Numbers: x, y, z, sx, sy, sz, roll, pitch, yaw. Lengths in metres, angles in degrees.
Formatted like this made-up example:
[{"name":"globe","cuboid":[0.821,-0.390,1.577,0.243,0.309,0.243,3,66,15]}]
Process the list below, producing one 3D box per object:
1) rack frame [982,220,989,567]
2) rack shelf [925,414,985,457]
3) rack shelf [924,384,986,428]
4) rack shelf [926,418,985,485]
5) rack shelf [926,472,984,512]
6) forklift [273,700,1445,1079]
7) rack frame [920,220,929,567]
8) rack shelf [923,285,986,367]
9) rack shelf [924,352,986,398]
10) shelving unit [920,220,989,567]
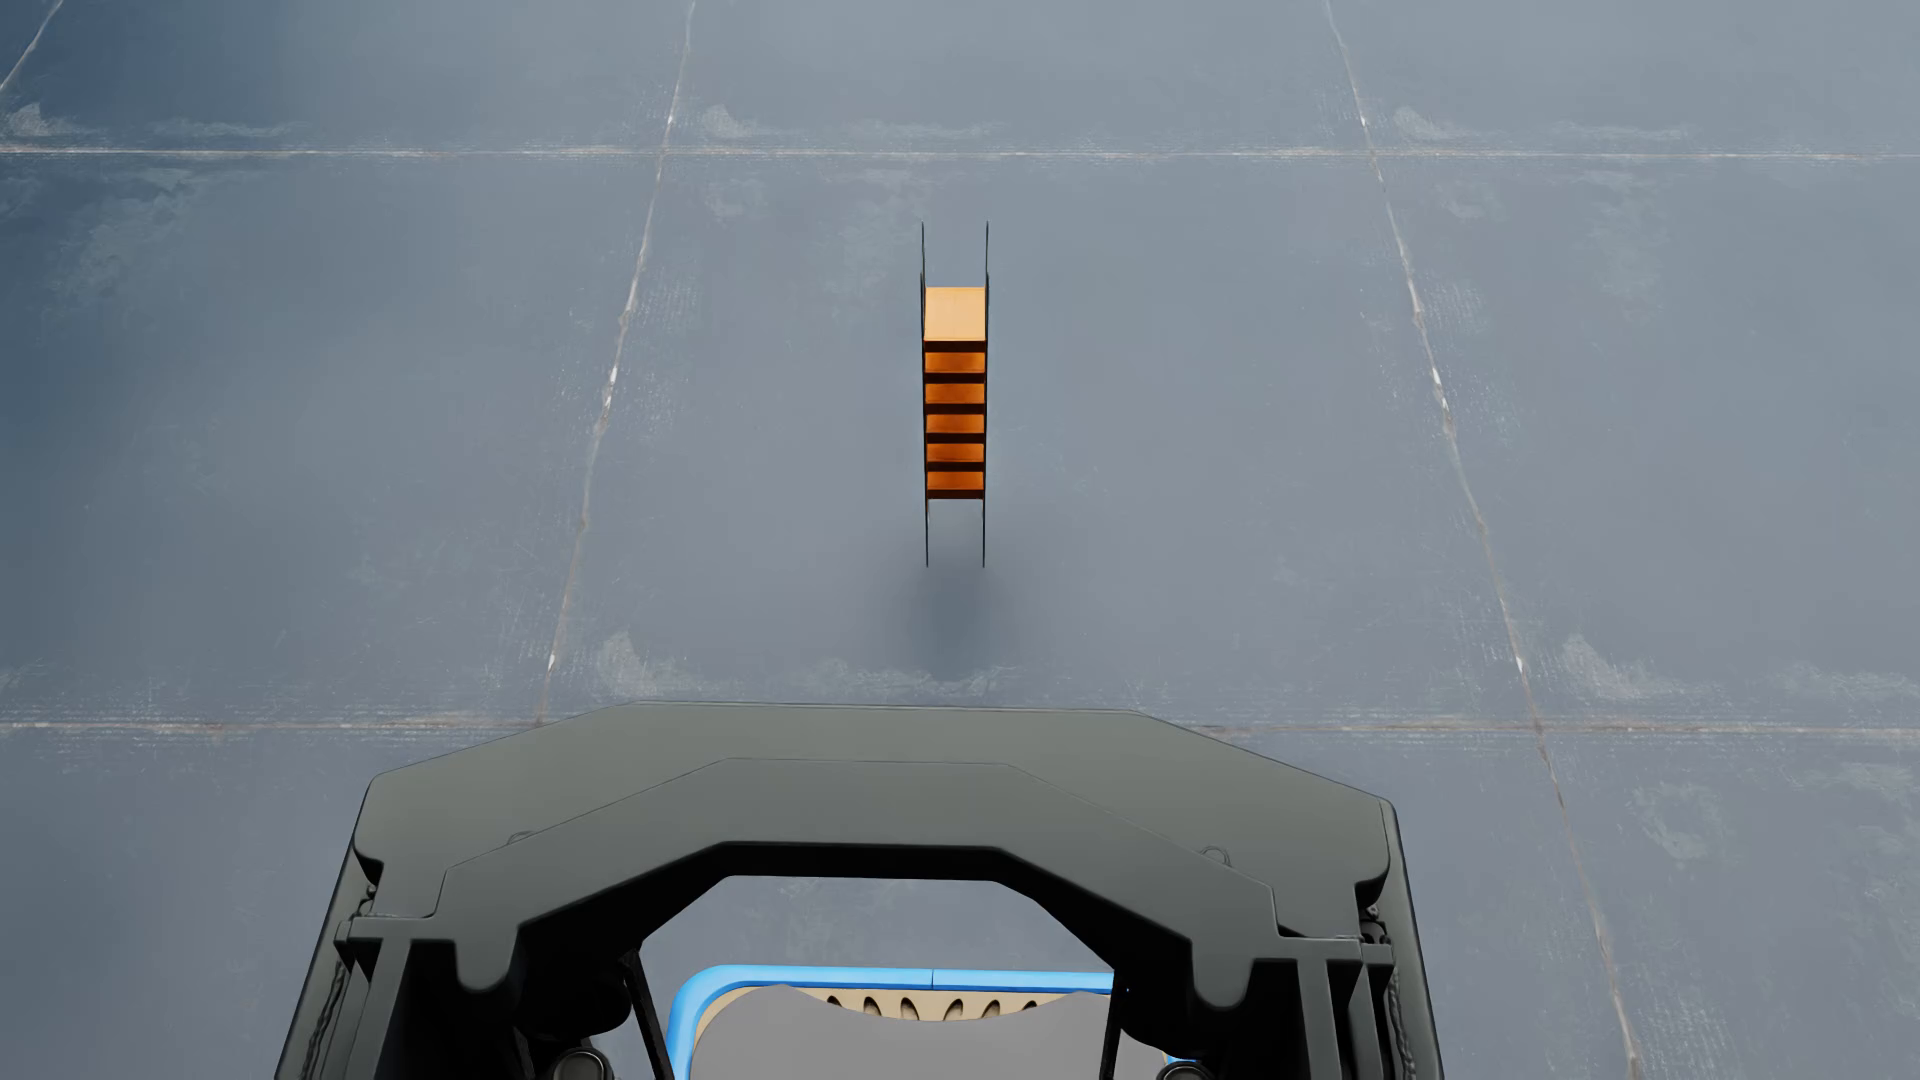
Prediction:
[{"name":"rack frame","cuboid":[0.077,-0.409,5.067,0.006,1.200,0.240,0,47,0]},{"name":"rack shelf","cuboid":[-0.014,-0.379,5.100,0.180,0.103,0.258,0,47,0]},{"name":"rack shelf","cuboid":[-0.014,-0.460,5.012,0.180,0.103,0.258,0,47,0]},{"name":"rack shelf","cuboid":[-0.014,-0.297,5.188,0.180,0.103,0.258,0,47,0]},{"name":"rack shelf","cuboid":[-0.014,-0.215,5.275,0.180,0.103,0.258,0,47,0]},{"name":"forklift","cuboid":[-0.091,1.658,1.961,1.130,2.935,3.031,1,47,1]},{"name":"rack frame","cuboid":[-0.106,-0.409,5.067,0.006,1.200,0.240,0,47,0]},{"name":"rack shelf","cuboid":[-0.014,-0.624,4.836,0.180,0.103,0.258,0,47,0]},{"name":"rack shelf","cuboid":[-0.014,-0.542,4.924,0.180,0.103,0.258,0,47,0]},{"name":"shelving unit","cuboid":[-0.014,-0.409,5.067,0.189,1.200,0.258,0,47,0]}]
